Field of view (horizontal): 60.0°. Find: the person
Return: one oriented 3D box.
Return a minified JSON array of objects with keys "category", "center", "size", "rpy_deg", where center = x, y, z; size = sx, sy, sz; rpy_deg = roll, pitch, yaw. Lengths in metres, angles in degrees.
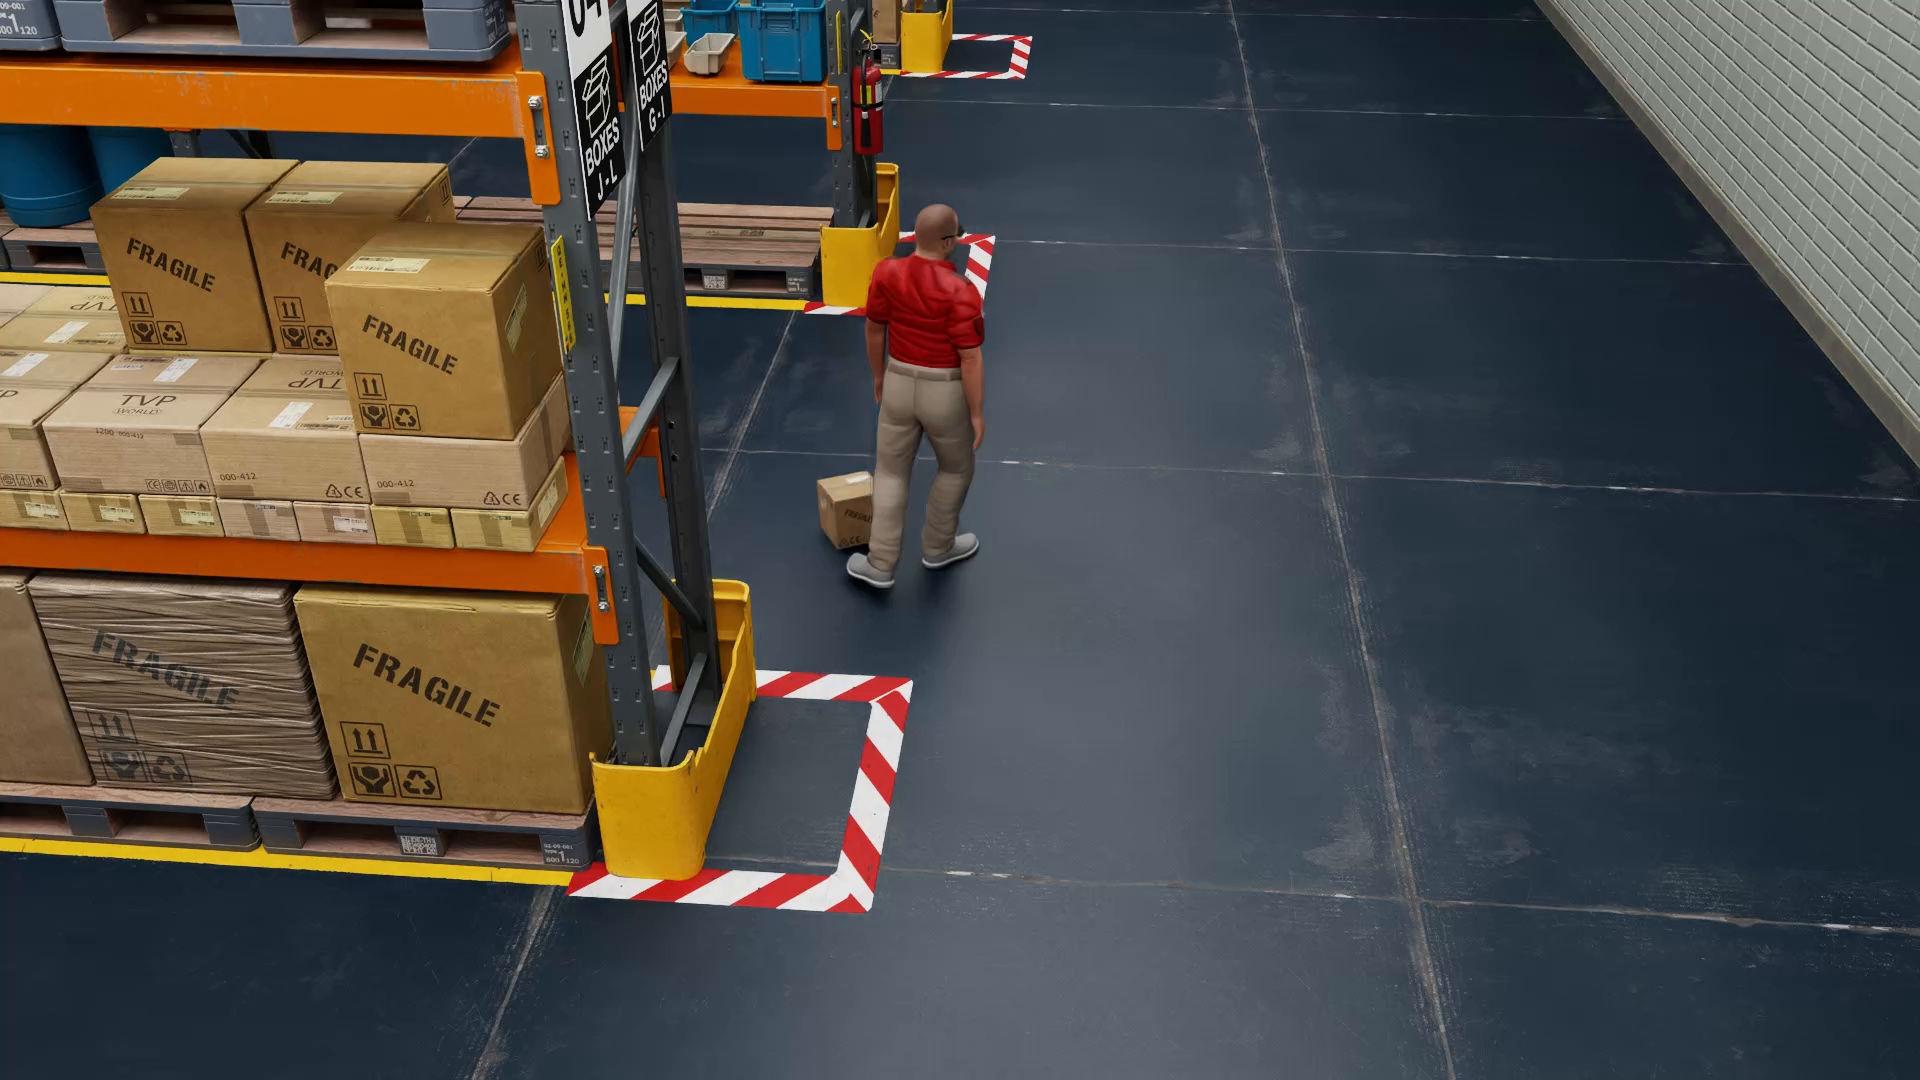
[{"category":"person","center":[-0.172,-0.592,7.116],"size":[0.602,1.716,0.637],"rpy_deg":[14,34,21]}]
